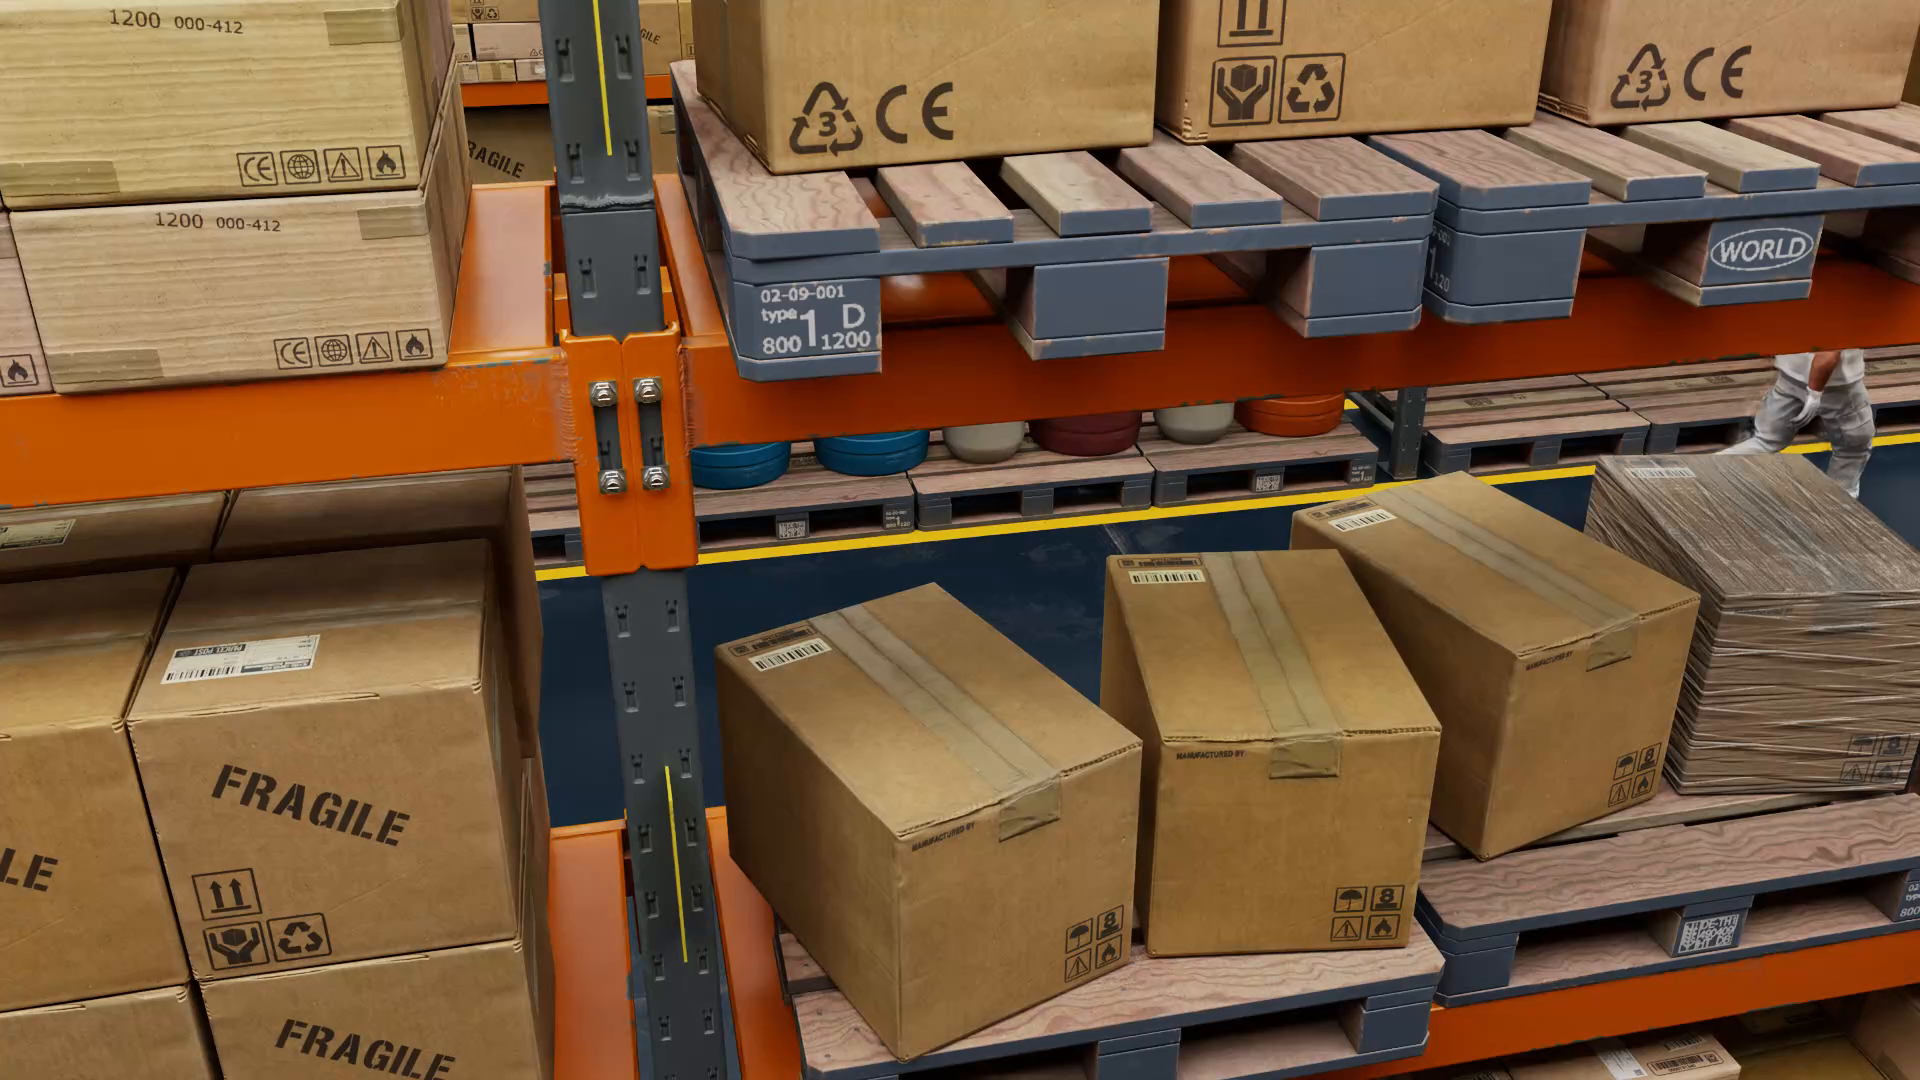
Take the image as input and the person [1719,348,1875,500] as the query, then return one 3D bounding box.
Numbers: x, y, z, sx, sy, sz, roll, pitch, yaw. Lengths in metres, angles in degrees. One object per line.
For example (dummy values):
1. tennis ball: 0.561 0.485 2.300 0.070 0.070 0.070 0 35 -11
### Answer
1. person: 3.926 -0.761 7.624 0.984 1.747 0.520 -5 27 -9
